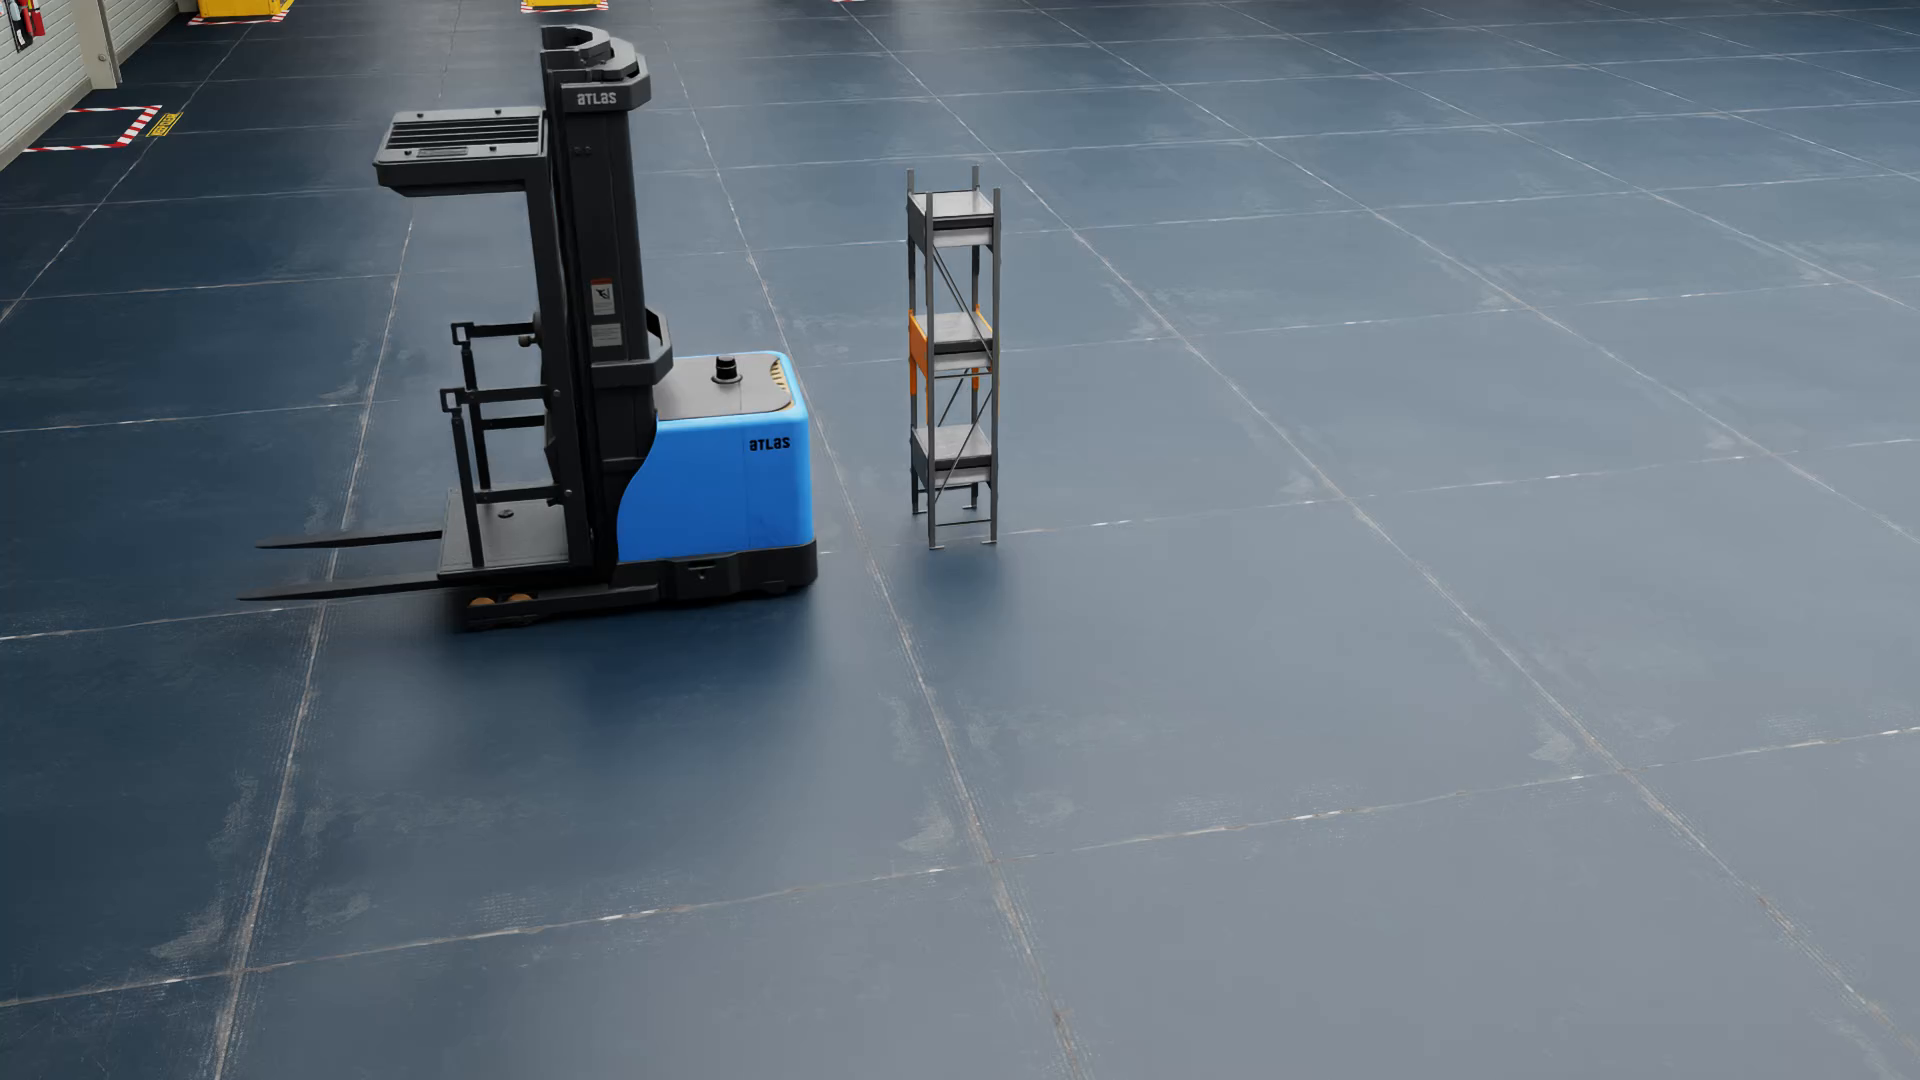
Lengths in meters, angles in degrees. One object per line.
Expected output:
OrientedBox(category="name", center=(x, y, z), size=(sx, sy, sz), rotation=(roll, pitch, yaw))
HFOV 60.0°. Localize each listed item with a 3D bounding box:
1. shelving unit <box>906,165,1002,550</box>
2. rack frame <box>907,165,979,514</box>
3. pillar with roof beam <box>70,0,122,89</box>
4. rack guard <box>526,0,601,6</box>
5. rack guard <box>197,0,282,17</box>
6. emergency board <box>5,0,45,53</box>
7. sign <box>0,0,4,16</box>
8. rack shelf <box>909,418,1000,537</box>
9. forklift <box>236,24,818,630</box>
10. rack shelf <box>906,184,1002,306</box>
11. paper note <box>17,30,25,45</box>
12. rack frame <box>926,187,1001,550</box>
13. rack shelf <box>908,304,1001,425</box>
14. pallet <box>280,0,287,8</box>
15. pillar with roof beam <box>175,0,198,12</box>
OrientedBox(category="shelving unit", center=(-0.037, -1.010, 9.421), size=(0.431, 2.100, 0.503), rotation=(-6, 27, -12))
OrientedBox(category="rack frame", center=(-0.092, -1.117, 9.633), size=(0.400, 2.100, 0.015), rotation=(-6, 27, -12))
OrientedBox(category="pillar with roof beam", center=(-6.721, -10.263, 20.096), size=(9.100, 9.000, 0.400), rotation=(-6, 27, -12))
OrientedBox(category="rack guard", center=(-6.436, -8.940, 26.908), size=(1.175, 0.500, 0.348), rotation=(-6, 27, -12))
OrientedBox(category="rack guard", center=(-11.284, -8.479, 25.995), size=(1.175, 0.500, 0.348), rotation=(-6, 27, -12))
OrientedBox(category="emergency board", center=(-10.396, -6.059, 18.425), size=(0.194, 1.169, 0.643), rotation=(-6, 27, -12))
OrientedBox(category="sign", center=(-10.372, -5.821, 17.915), size=(0.001, 0.329, 0.234), rotation=(-6, 27, -12))
OrientedBox(category="rack shelf", center=(-0.037, -0.373, 9.742), size=(0.431, 0.518, 0.480), rotation=(-6, 27, -12))
OrientedBox(category="forklift", center=(-2.358, -1.095, 8.666), size=(3.031, 2.935, 1.130), rotation=(-6, 27, -11))
OrientedBox(category="rack shelf", center=(-0.037, -1.623, 9.112), size=(0.431, 0.518, 0.480), rotation=(-6, 27, -12))
OrientedBox(category="paper note", center=(-10.423, -5.581, 18.455), size=(0.016, 0.148, 0.142), rotation=(-6, 27, -12))
OrientedBox(category="rack frame", center=(0.018, -0.903, 9.209), size=(0.400, 2.100, 0.015), rotation=(-6, 27, -12))
OrientedBox(category="rack shelf", center=(-0.037, -0.998, 9.427), size=(0.431, 0.518, 0.480), rotation=(-6, 27, -12))
OrientedBox(category="pallet", center=(-11.433, -8.711, 26.774), size=(1.003, 0.211, 1.213), rotation=(-6, 27, -12))
OrientedBox(category="pillar with roof beam", center=(-8.073, -12.897, 25.315), size=(9.100, 9.000, 0.400), rotation=(-6, 27, -12))
